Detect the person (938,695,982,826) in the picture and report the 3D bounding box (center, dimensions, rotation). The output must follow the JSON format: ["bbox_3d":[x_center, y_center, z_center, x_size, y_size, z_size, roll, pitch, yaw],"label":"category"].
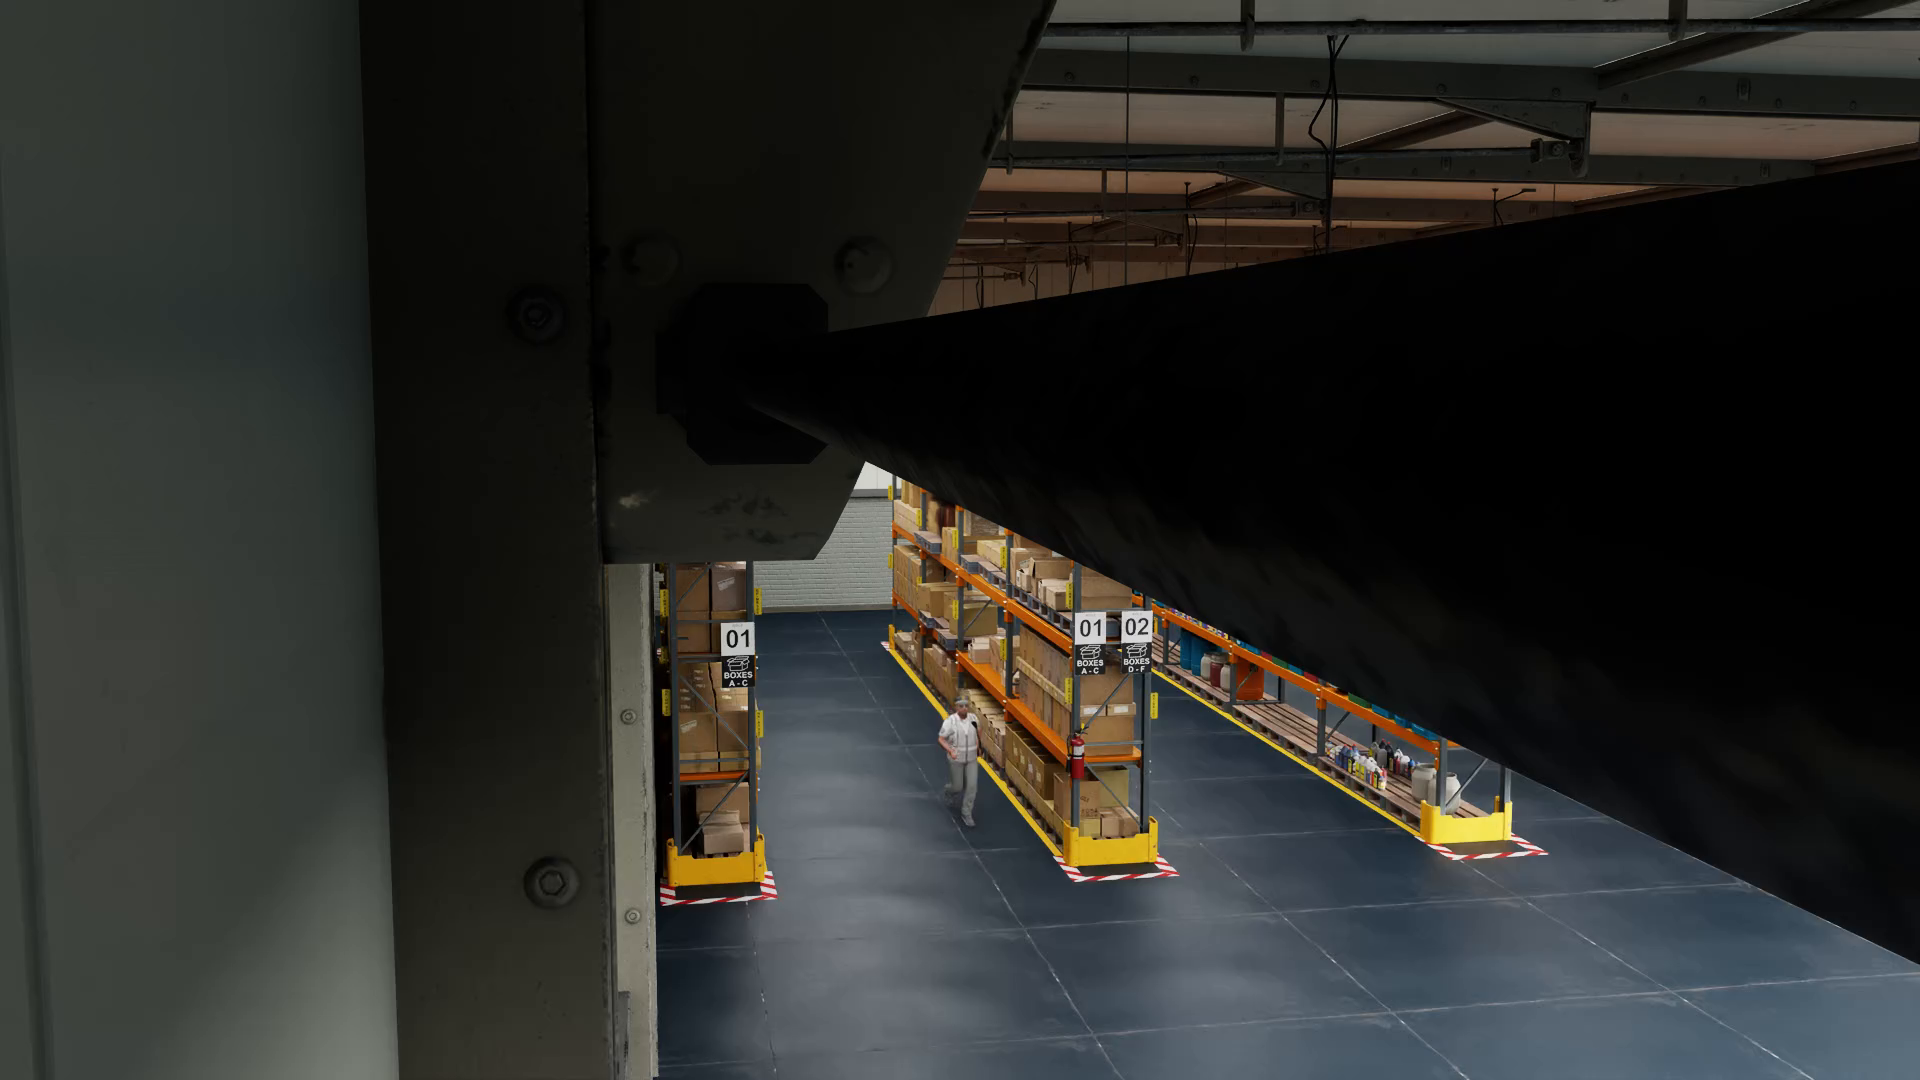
[{"bbox_3d":[0.028,2.996,22.947,0.663,1.772,0.816,-2,6,-18],"label":"person"}]
